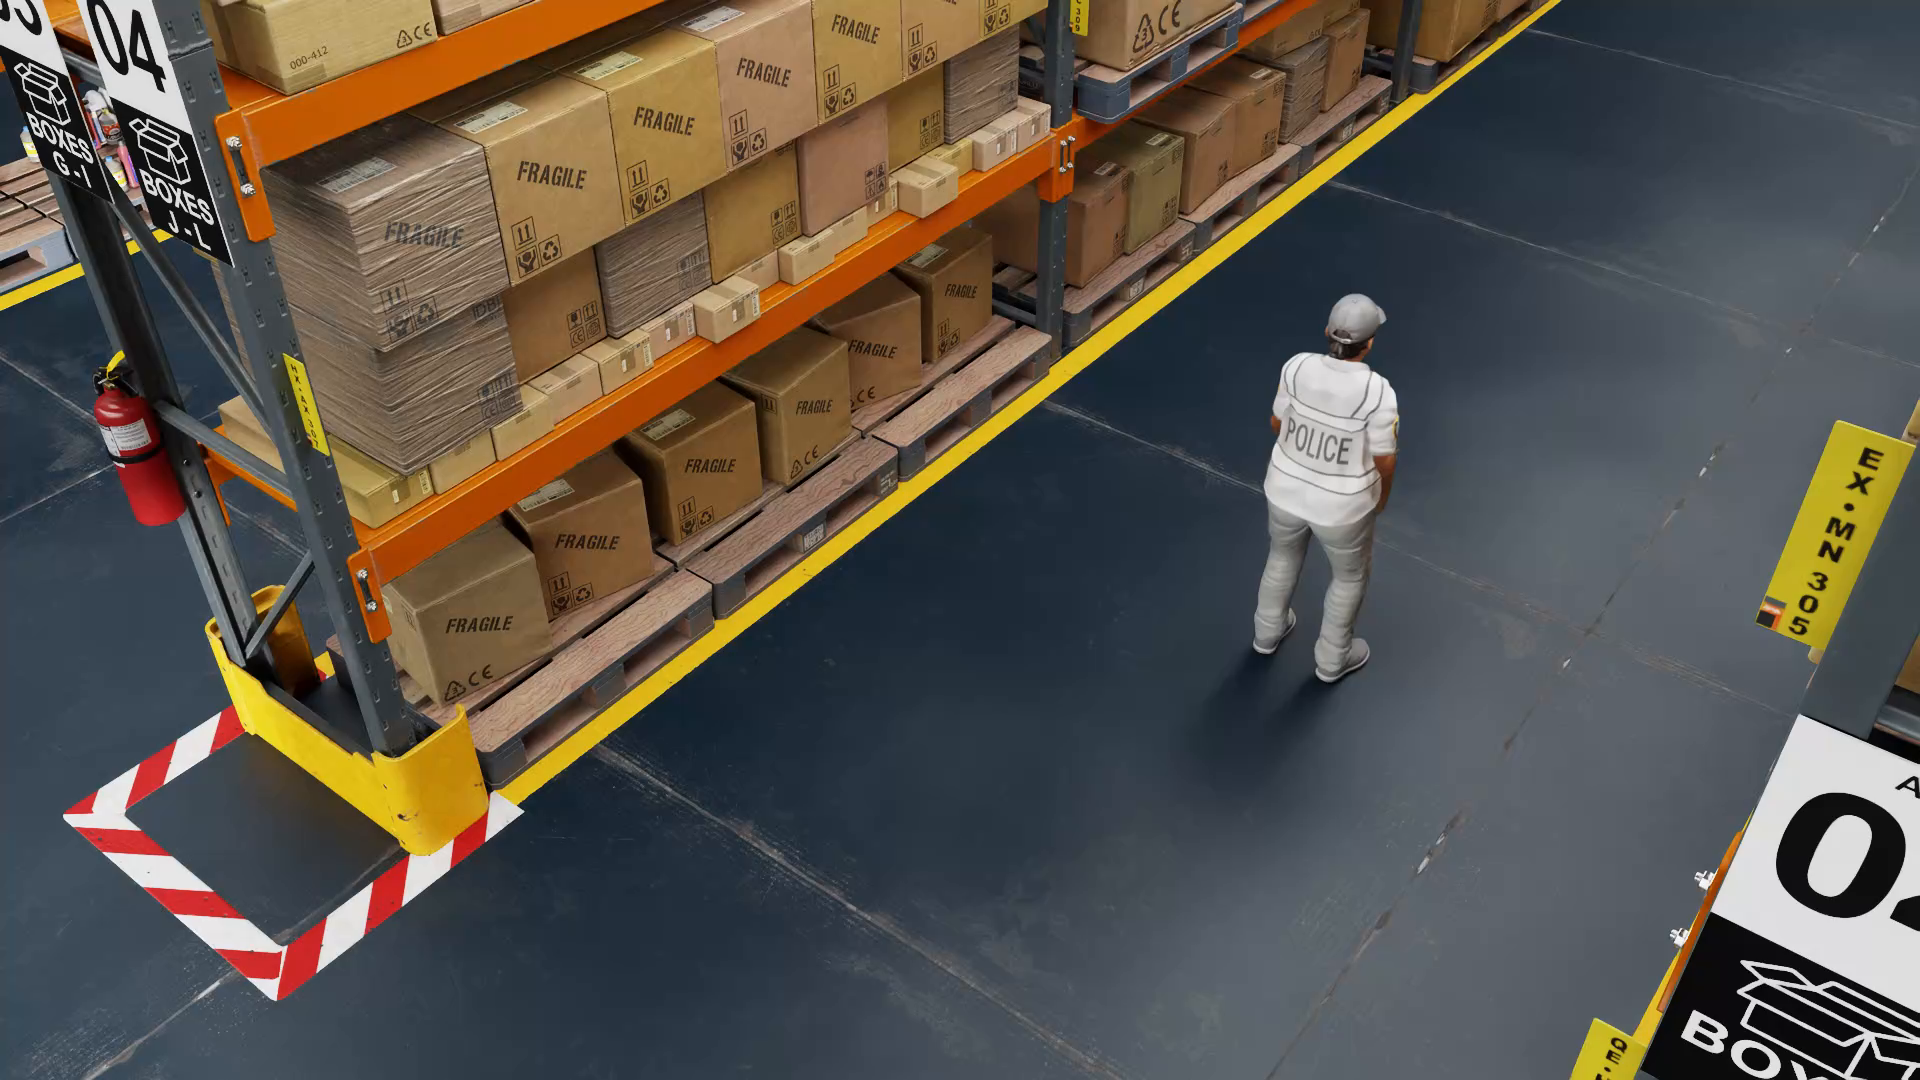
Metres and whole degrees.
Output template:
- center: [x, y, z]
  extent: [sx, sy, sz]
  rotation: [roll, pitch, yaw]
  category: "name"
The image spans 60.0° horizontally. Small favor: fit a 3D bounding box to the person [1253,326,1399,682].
- center: [1.405, -0.179, 6.377]
  extent: [0.513, 1.657, 0.426]
  rotation: [25, 45, 27]
  category: "person"
